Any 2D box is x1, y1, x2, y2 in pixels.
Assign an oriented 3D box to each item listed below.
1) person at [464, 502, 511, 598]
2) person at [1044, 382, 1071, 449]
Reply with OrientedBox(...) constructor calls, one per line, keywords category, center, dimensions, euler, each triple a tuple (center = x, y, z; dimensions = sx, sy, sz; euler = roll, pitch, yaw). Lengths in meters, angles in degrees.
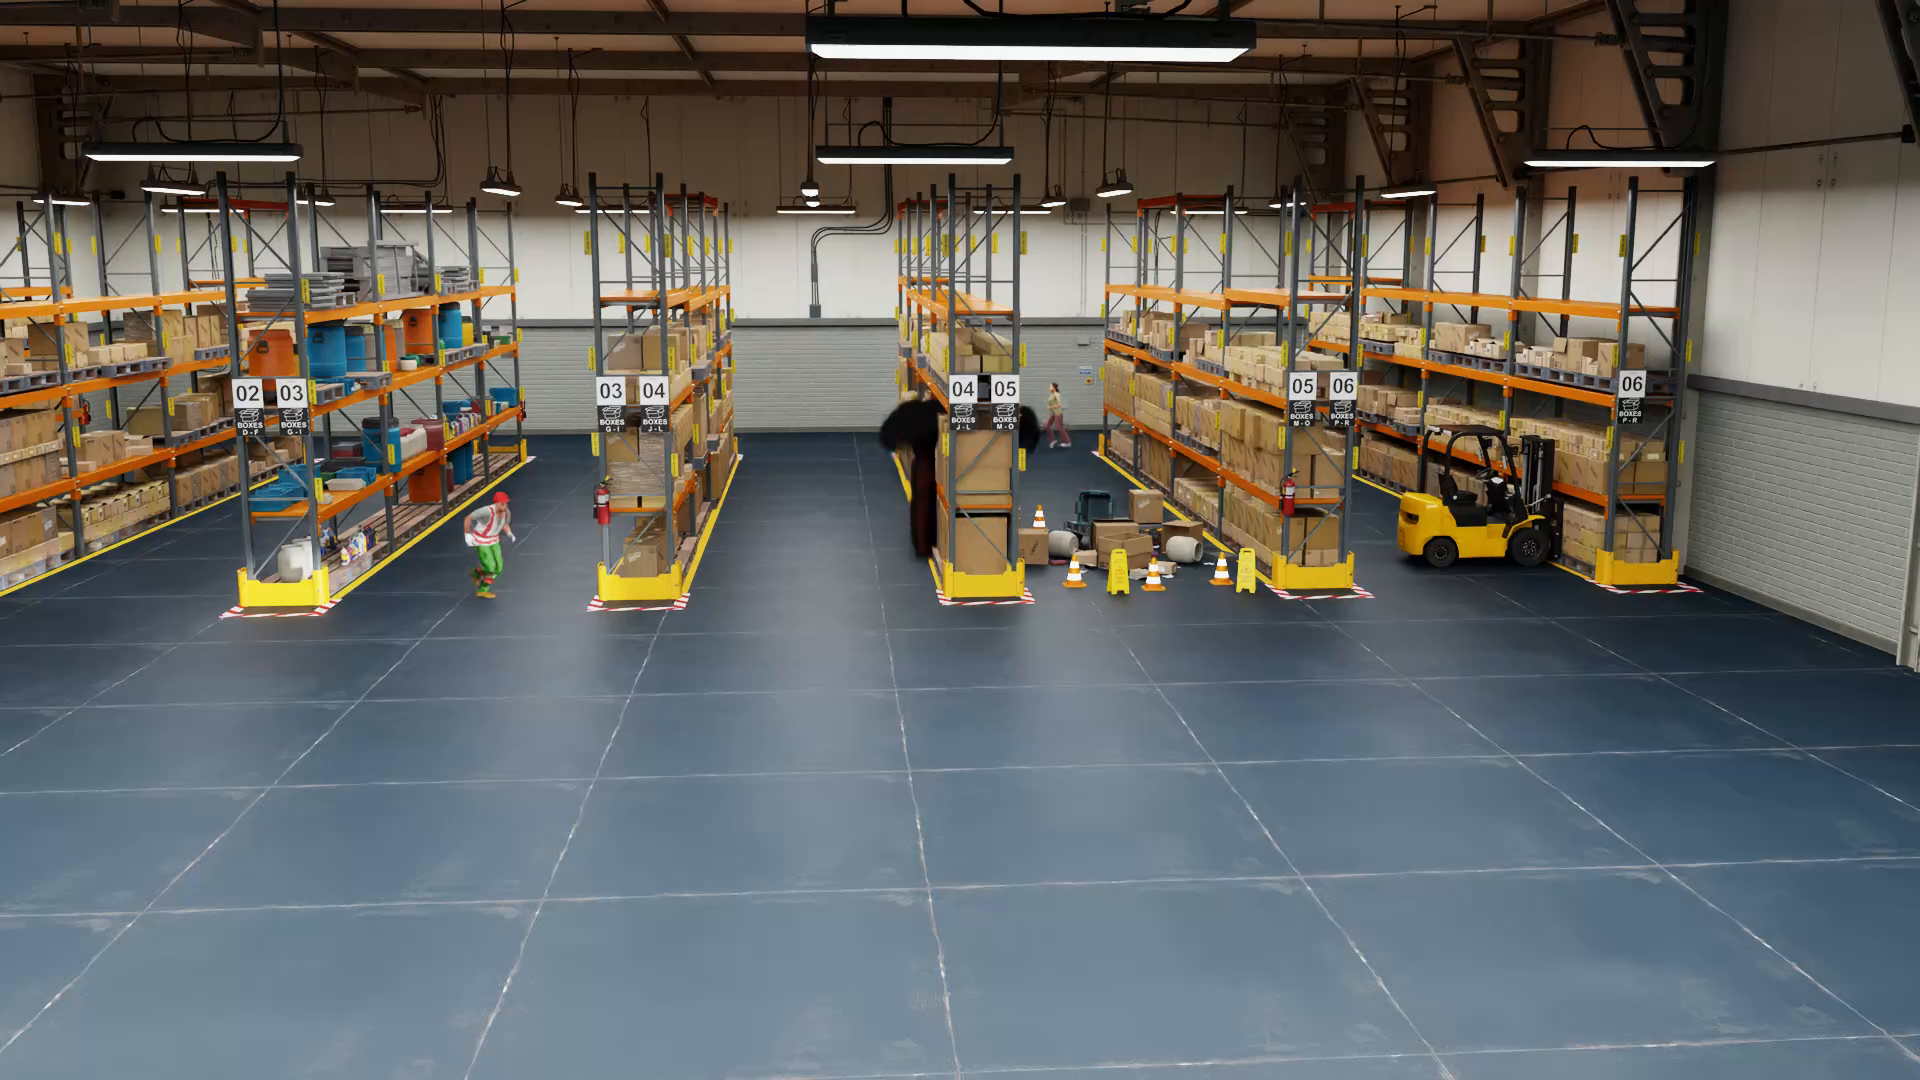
OrientedBox(category="person", center=(-6.763, 0.097, 23.770), dimensions=(0.828, 1.537, 0.694), euler=(7, 12, 35))
OrientedBox(category="person", center=(2.417, -3.104, 41.633), dimensions=(0.776, 1.691, 0.523), euler=(-4, 11, -23))
